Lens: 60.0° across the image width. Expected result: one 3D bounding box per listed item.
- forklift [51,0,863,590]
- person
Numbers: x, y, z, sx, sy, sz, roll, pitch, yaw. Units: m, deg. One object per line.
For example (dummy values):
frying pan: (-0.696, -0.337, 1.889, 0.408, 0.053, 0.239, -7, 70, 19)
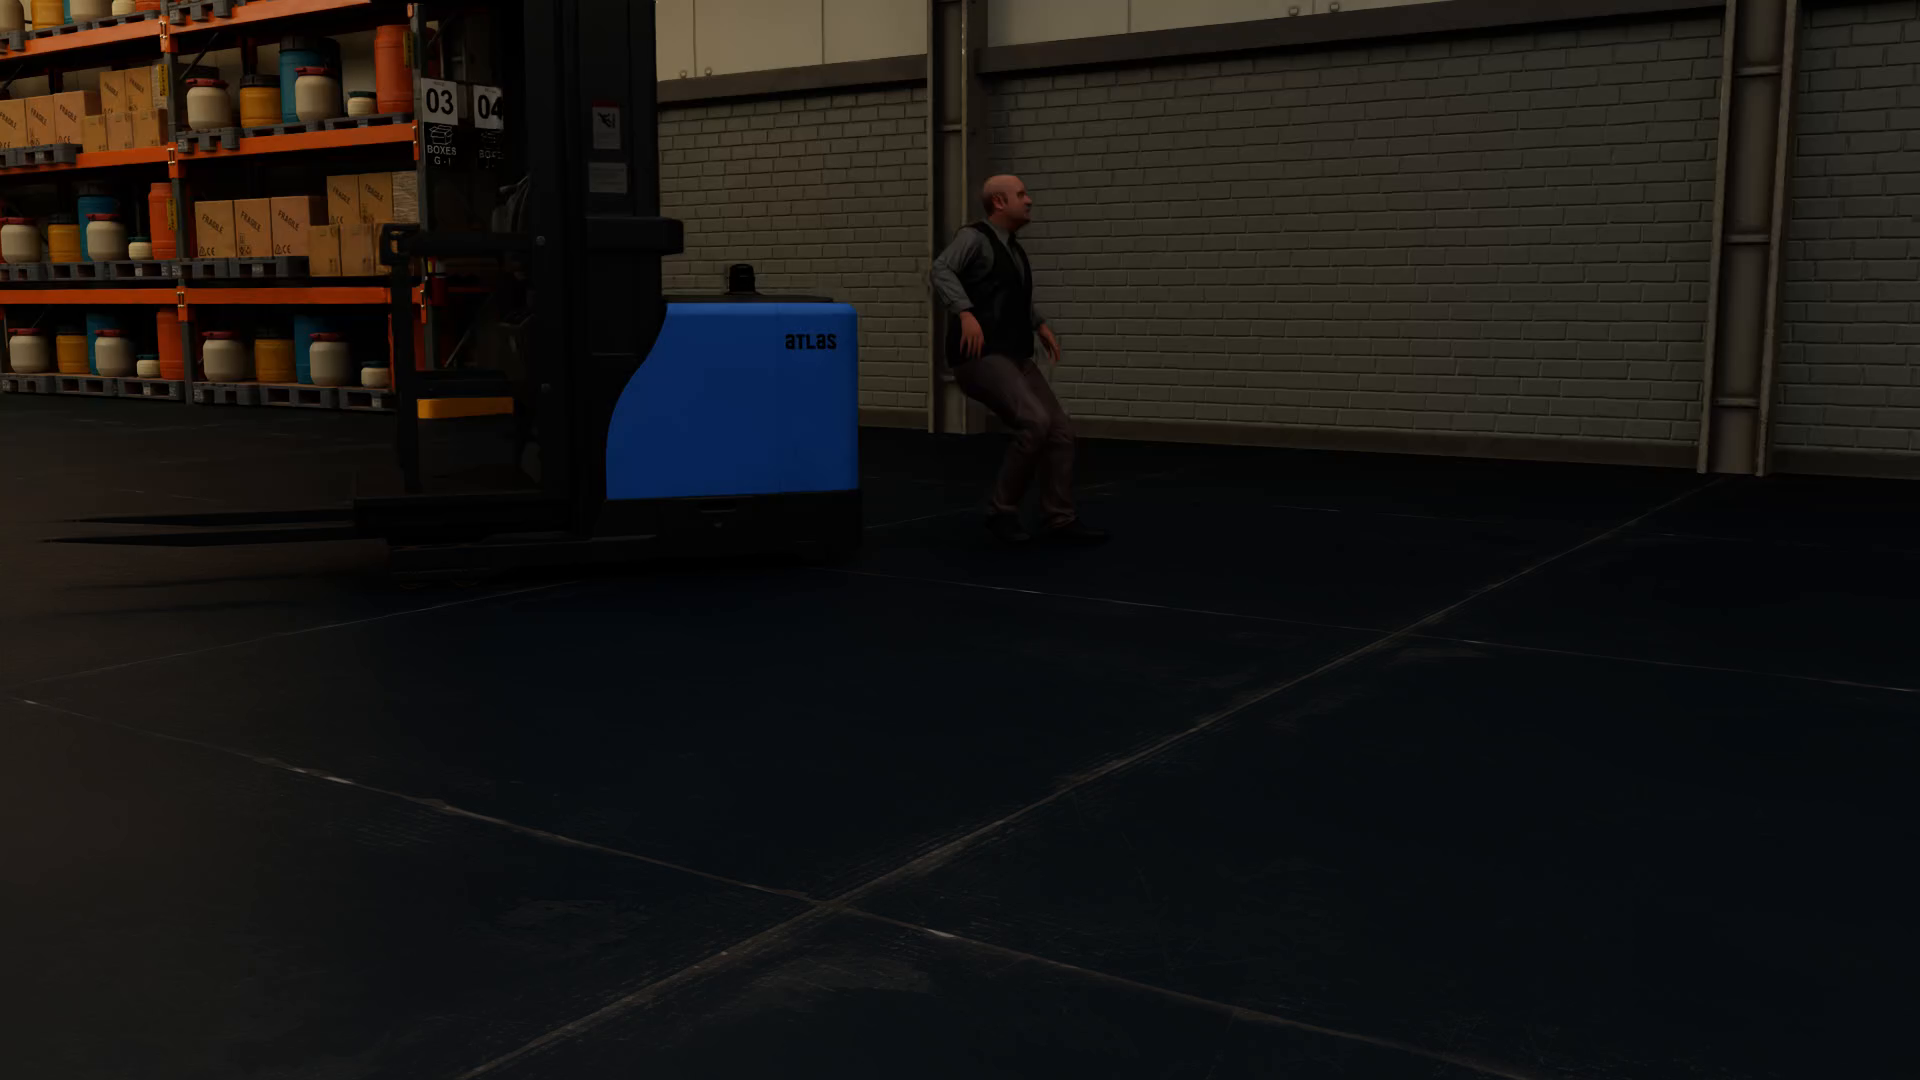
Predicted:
forklift: (-1.979, -1.346, 6.661, 3.031, 2.935, 1.130, -3, 9, -20)
person: (0.302, -0.786, 7.400, 0.716, 1.662, 0.930, 4, 9, 28)
